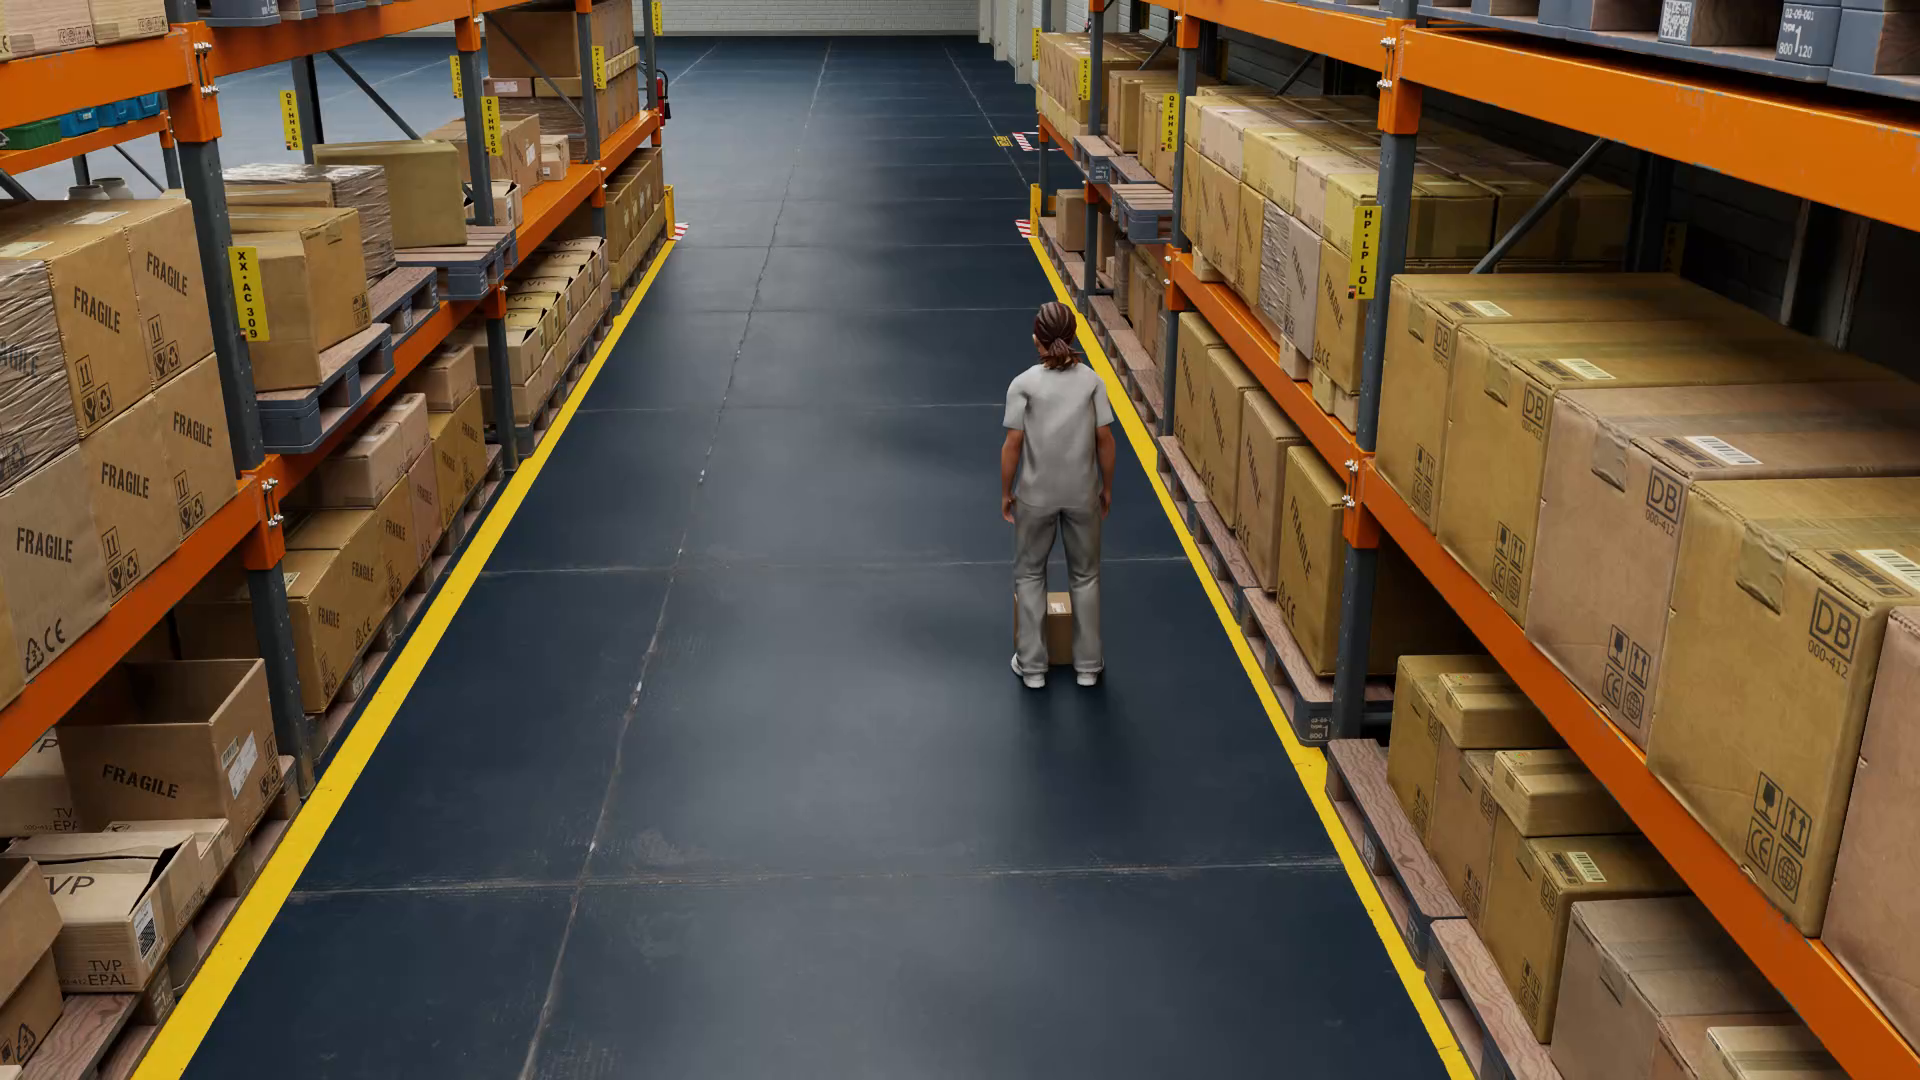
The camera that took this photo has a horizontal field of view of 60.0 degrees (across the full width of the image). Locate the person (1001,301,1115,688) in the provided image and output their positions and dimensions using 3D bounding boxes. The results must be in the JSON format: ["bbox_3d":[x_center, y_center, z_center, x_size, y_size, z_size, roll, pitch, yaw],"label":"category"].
[{"bbox_3d":[0.411,-0.175,7.056,0.488,1.667,0.360,-2,21,-5],"label":"person"}]
